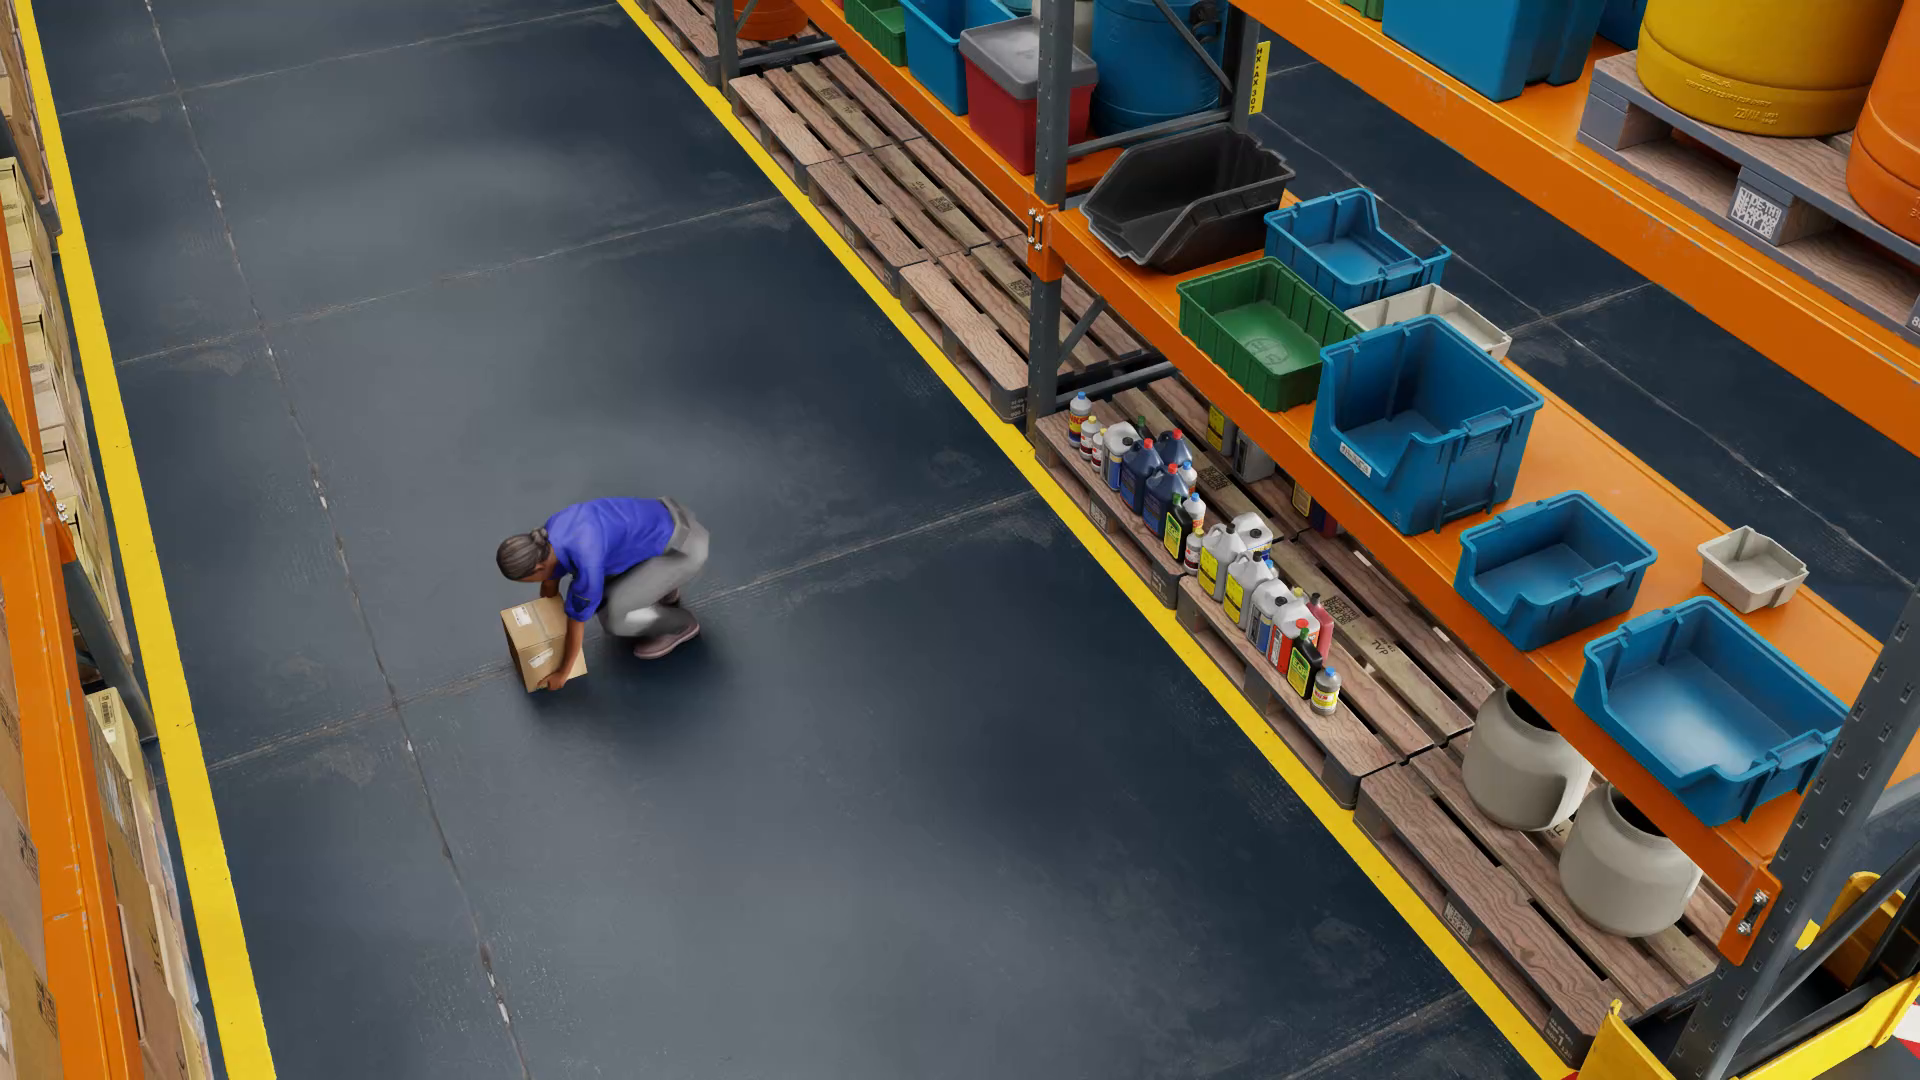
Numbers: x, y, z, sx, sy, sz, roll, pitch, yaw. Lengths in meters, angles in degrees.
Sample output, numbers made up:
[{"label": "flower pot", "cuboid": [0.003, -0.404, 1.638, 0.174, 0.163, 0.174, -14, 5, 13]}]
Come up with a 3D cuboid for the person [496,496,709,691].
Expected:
[{"label": "person", "cuboid": [-1.416, 0.142, 6.716, 0.843, 0.768, 0.461, -20, 45, -21]}]
